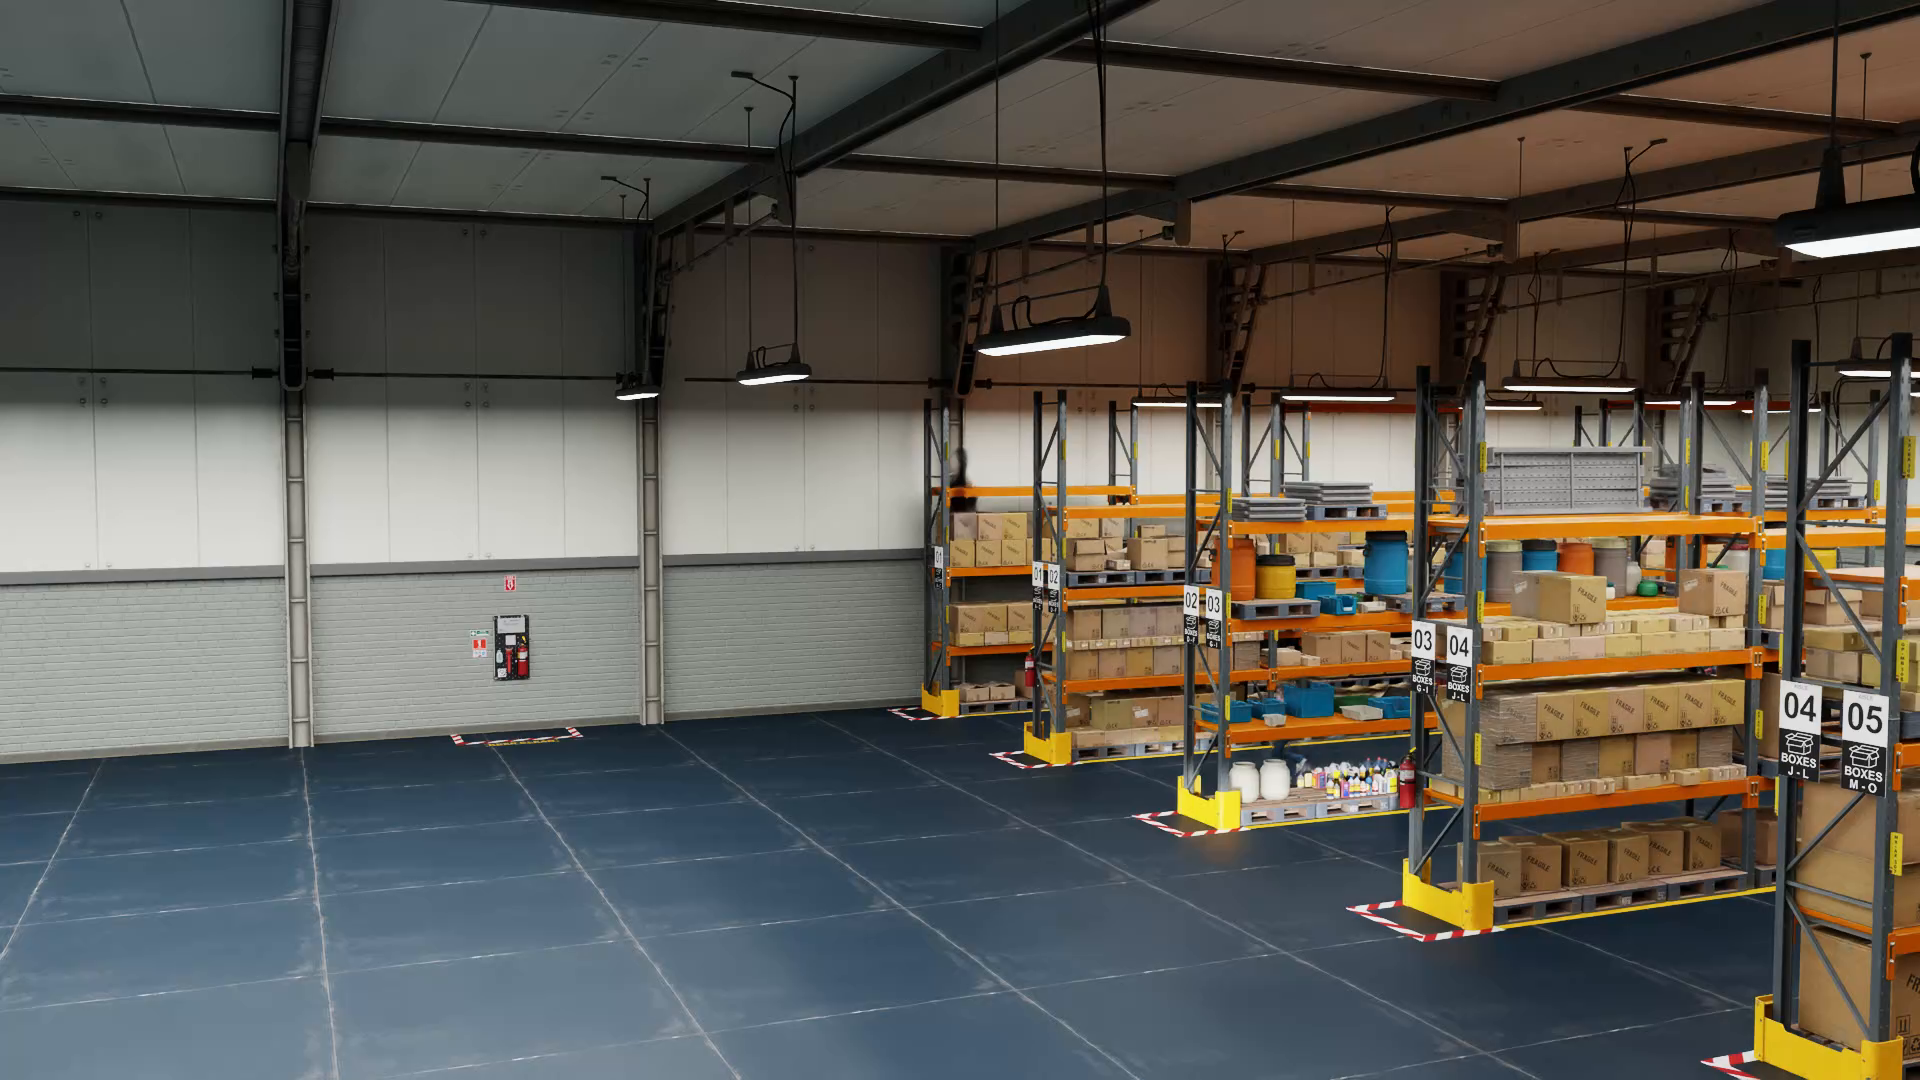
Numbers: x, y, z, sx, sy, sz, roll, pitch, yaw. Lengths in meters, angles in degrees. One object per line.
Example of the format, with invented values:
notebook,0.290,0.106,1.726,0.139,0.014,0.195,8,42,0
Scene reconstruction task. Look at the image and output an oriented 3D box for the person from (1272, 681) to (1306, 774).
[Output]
person,4.907,2.911,25.021,0.771,1.589,0.555,-1,4,-22
